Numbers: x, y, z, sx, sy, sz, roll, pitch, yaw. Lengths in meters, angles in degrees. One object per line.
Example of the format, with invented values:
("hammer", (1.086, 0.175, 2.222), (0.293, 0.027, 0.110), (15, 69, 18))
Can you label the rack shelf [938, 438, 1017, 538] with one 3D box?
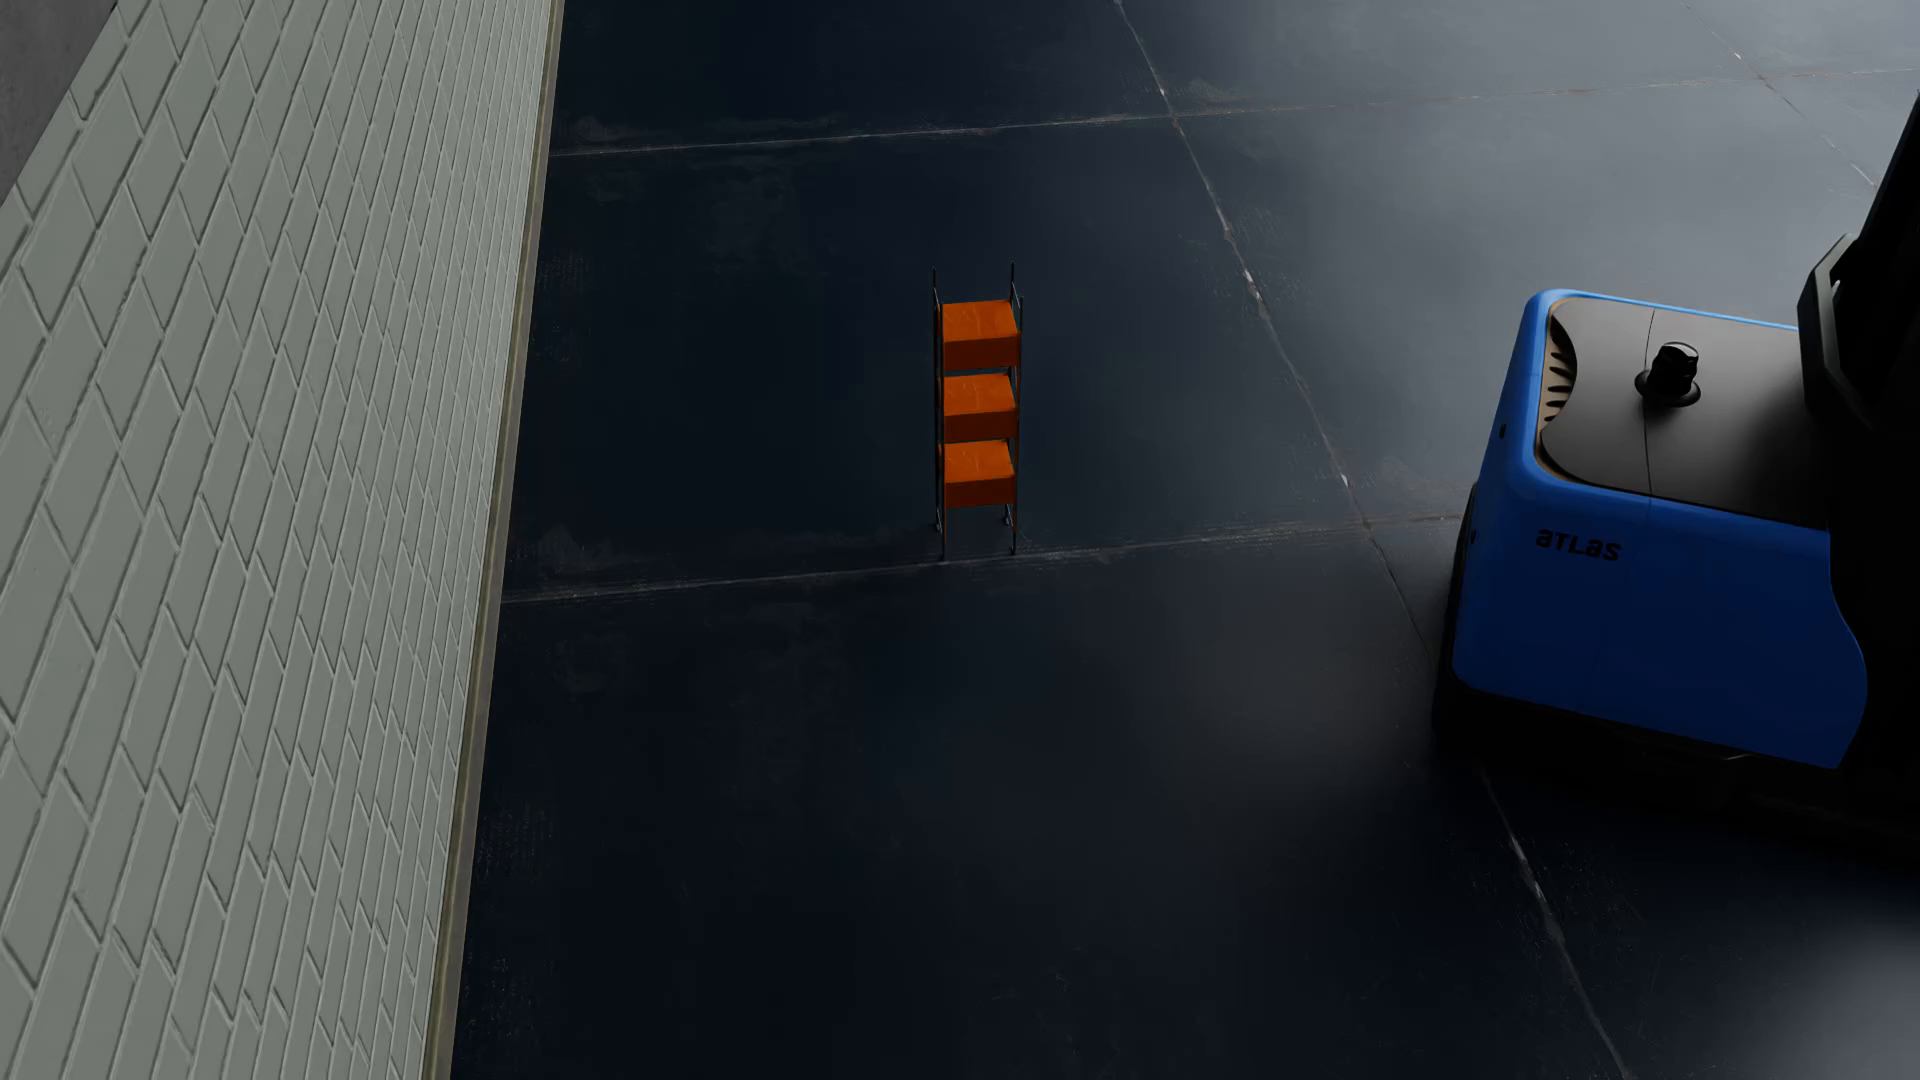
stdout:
("rack shelf", (0.053, -0.180, 5.597), (0.240, 0.259, 0.215), (-5, 42, -6))

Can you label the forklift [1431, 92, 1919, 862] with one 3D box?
("forklift", (3.002, -0.454, 4.066), (3.031, 2.935, 1.130), (12, 43, 13))

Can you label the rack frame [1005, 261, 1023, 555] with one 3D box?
("rack frame", (0.174, -0.405, 5.415), (0.008, 1.050, 0.200), (-5, 42, -6))

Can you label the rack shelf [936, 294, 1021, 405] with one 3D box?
("rack shelf", (0.053, -0.597, 5.221), (0.240, 0.259, 0.215), (-5, 42, -6))

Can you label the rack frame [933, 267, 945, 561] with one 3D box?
("rack frame", (-0.068, -0.384, 5.392), (0.008, 1.050, 0.200), (-5, 42, -6))

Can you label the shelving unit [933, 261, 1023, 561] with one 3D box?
("shelving unit", (0.053, -0.394, 5.404), (0.252, 1.050, 0.215), (-5, 42, -6))

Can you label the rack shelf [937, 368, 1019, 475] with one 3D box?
("rack shelf", (0.053, -0.387, 5.411), (0.240, 0.259, 0.215), (-5, 42, -6))
